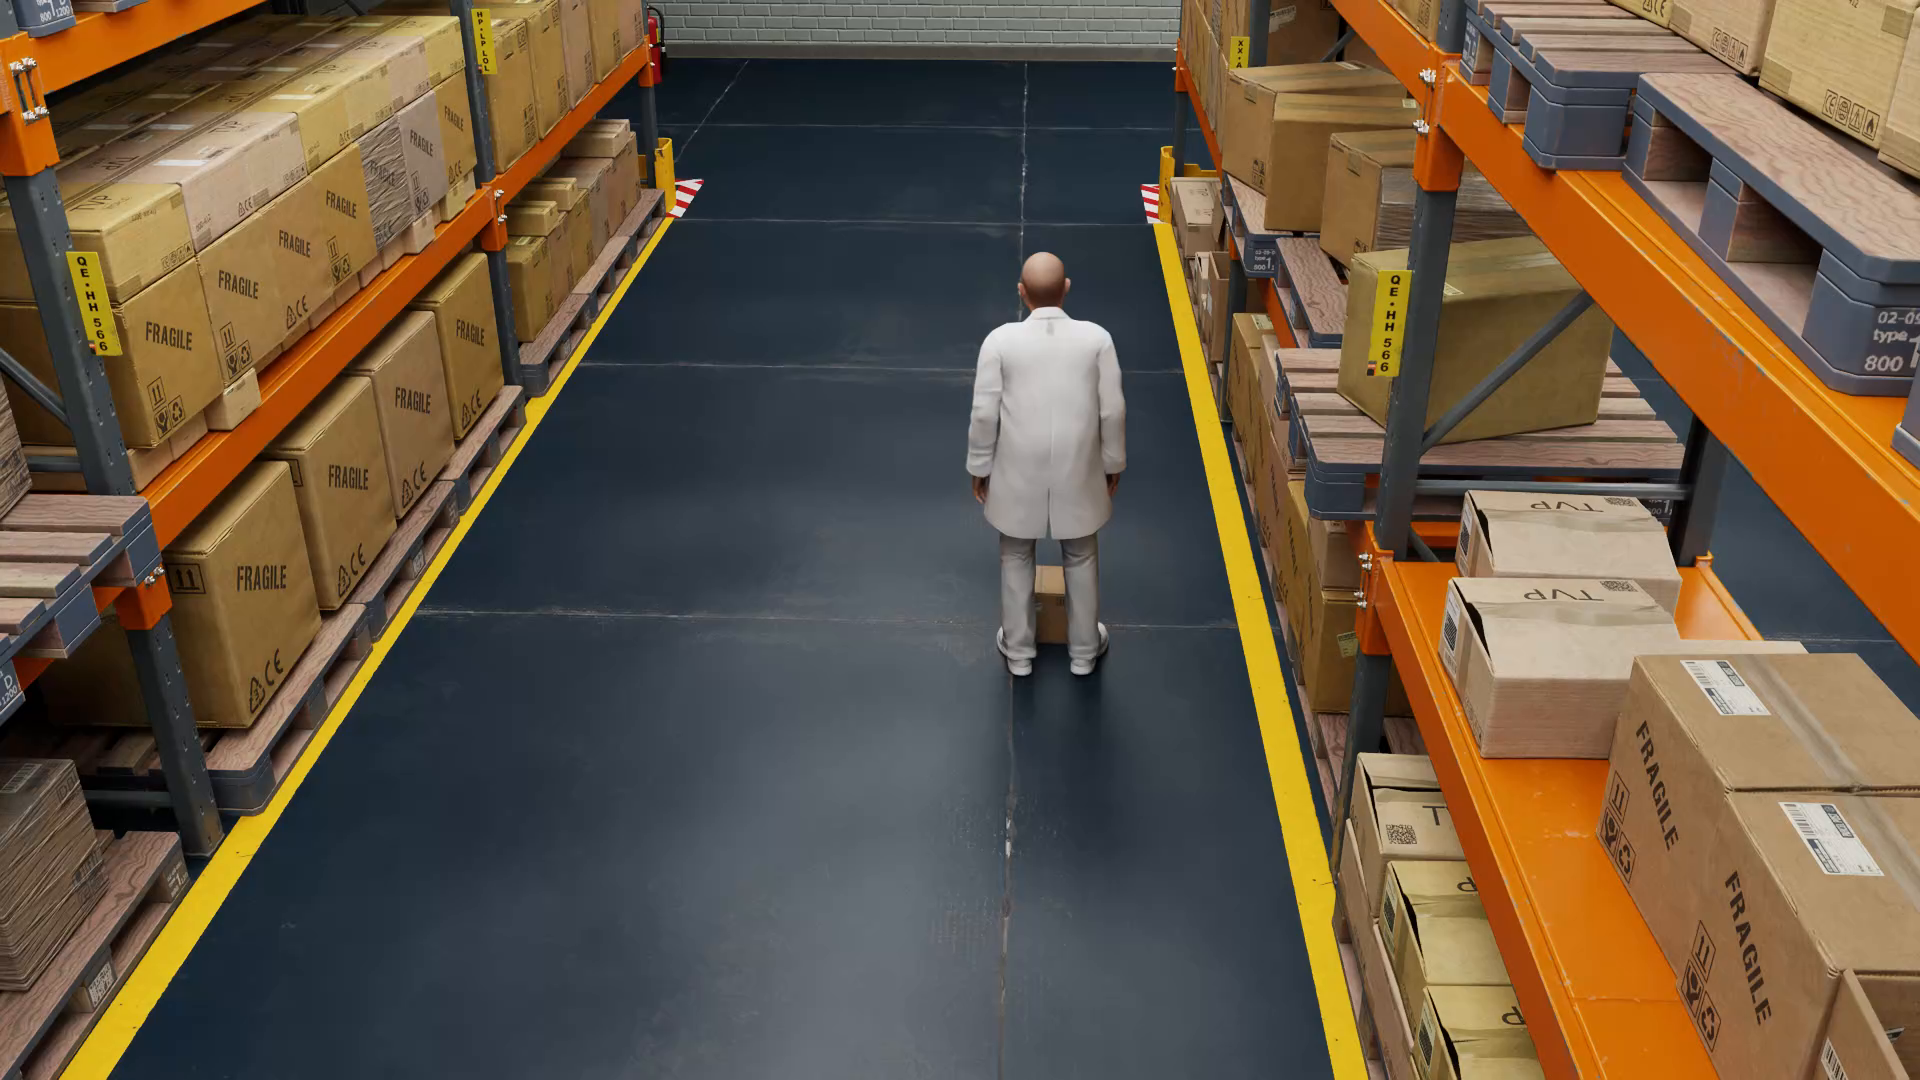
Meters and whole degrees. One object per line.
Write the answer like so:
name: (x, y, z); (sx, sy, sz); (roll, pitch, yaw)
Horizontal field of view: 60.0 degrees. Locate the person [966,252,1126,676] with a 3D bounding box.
person: (0.345, -0.281, 6.676); (0.645, 1.772, 0.429); (-1, 28, -1)
